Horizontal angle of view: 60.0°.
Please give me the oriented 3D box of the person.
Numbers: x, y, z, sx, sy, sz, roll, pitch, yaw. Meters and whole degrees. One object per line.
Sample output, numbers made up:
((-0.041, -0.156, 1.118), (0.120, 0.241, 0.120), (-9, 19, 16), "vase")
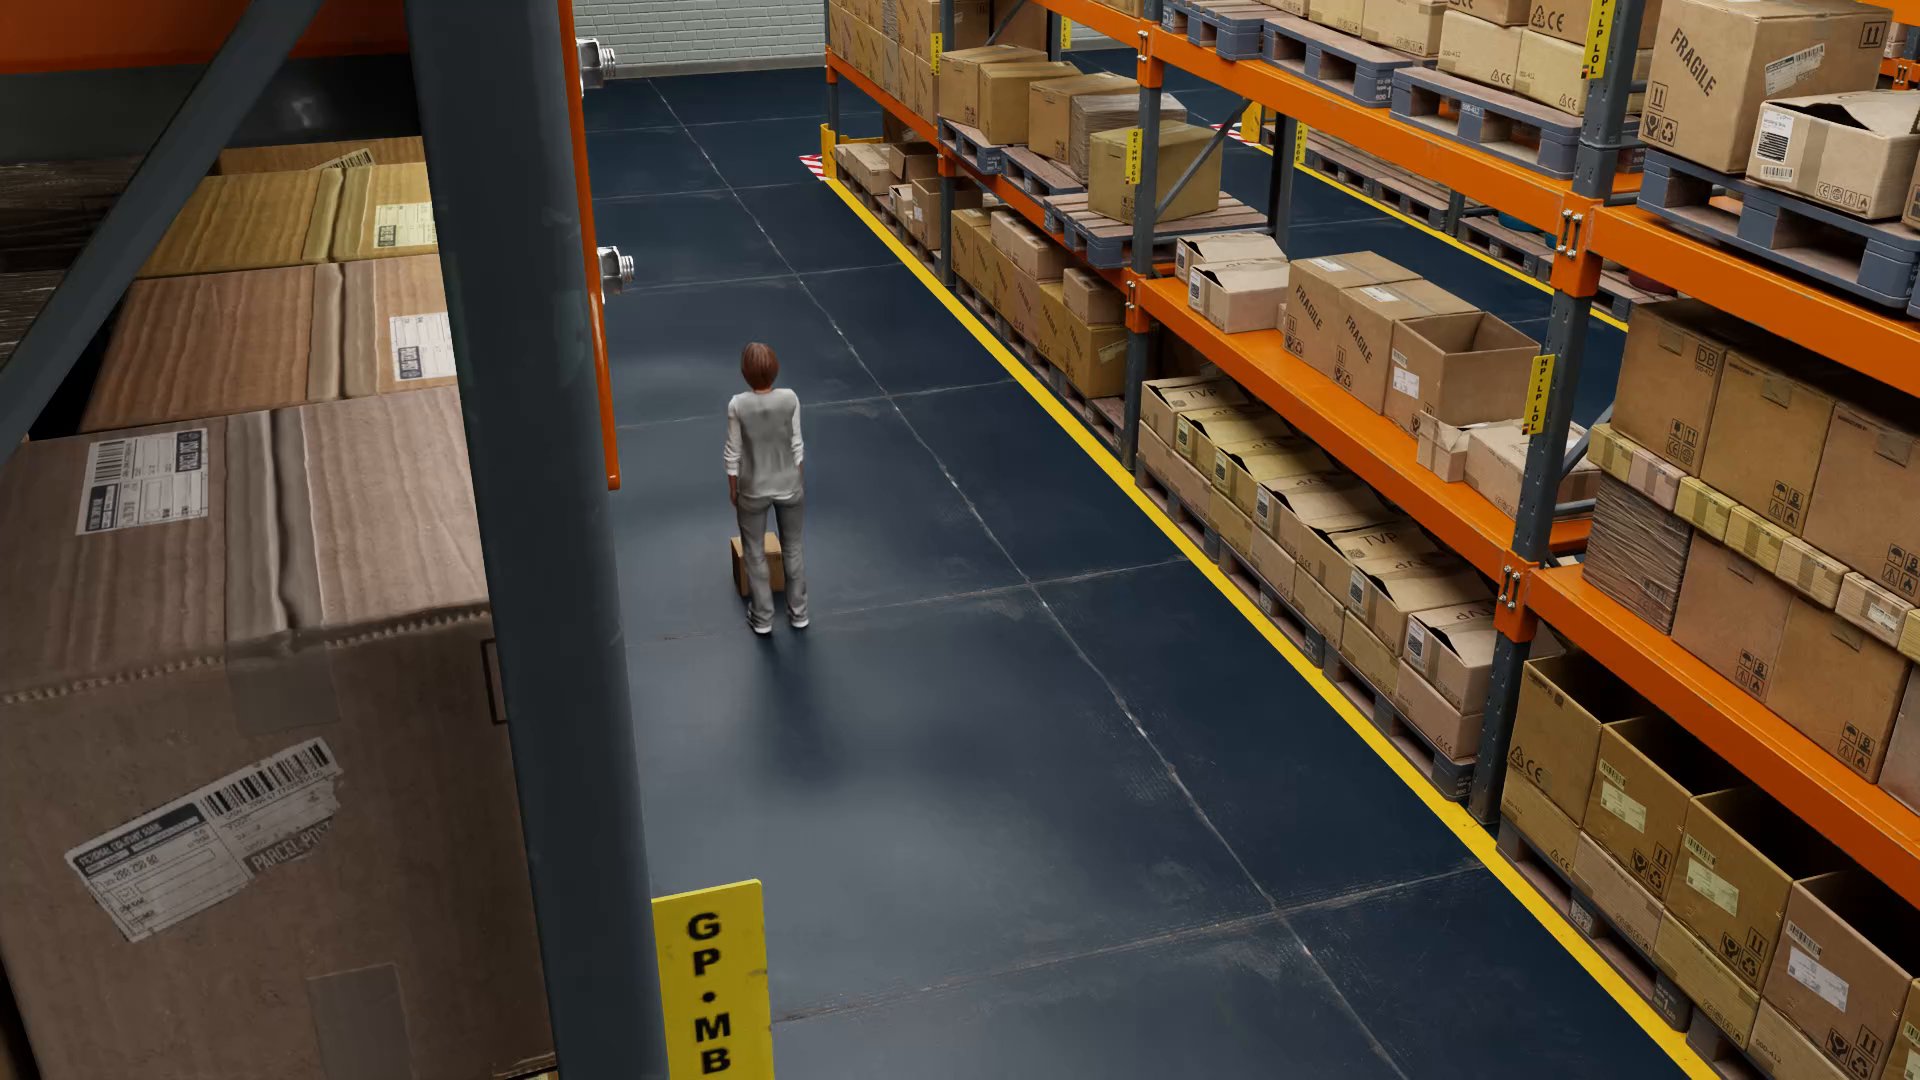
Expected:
((-1.010, -0.250, 8.650), (0.407, 1.579, 0.301), (-8, 28, -15), "person")
